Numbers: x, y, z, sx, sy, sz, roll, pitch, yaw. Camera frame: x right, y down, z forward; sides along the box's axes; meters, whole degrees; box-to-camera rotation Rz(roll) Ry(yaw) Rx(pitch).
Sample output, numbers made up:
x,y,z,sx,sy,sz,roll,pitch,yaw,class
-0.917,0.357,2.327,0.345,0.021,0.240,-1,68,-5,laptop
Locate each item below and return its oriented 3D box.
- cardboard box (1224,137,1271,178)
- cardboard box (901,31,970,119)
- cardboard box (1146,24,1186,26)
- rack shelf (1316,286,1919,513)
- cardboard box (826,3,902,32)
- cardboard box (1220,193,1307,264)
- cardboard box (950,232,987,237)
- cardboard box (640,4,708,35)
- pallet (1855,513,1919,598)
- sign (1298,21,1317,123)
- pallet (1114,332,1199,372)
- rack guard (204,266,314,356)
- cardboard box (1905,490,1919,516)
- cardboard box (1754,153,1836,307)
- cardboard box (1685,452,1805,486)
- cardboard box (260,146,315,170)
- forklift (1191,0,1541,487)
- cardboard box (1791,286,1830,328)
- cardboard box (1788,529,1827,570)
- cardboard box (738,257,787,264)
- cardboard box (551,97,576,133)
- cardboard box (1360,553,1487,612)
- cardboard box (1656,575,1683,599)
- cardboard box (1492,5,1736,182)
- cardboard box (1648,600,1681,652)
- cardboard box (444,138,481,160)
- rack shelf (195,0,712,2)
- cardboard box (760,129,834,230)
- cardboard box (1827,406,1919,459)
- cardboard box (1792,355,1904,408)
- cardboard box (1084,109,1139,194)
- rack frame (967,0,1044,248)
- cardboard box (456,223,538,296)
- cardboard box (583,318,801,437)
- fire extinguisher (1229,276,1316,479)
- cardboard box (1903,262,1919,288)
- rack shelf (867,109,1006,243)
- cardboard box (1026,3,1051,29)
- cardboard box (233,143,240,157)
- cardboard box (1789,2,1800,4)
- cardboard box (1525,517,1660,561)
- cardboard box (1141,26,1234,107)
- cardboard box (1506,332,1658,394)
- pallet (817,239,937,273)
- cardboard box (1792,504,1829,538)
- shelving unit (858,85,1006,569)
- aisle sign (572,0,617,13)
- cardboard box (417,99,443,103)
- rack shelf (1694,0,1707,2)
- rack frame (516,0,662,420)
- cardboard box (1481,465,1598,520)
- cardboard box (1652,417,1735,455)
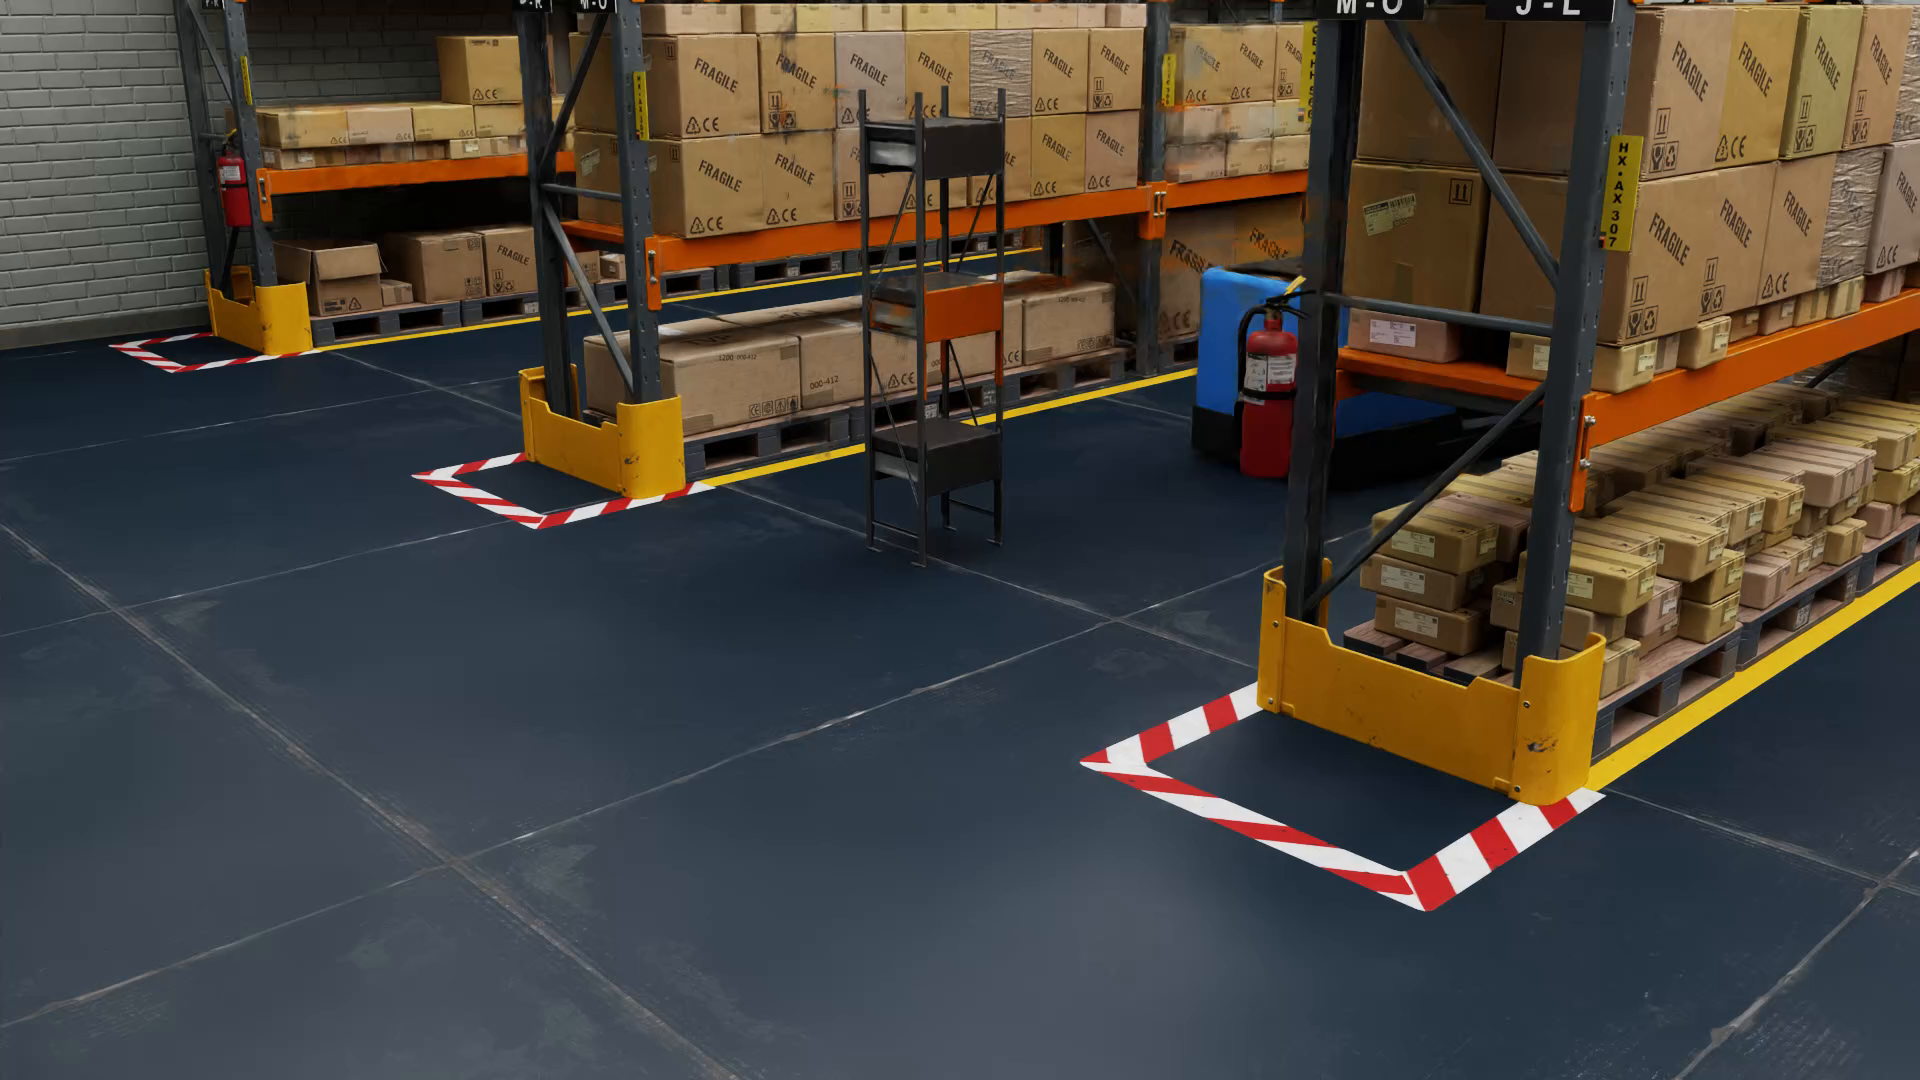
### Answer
x,y,z,sx,sy,sz,roll,pitch,yaw,class
1.844,-2.721,11.758,0.500,0.250,0.500,-17,25,-42,cardboard box
-0.293,-2.690,9.635,0.500,0.500,0.500,-16,24,-41,cardboard box
1.491,-3.434,11.930,0.500,0.500,0.500,-16,24,-40,cardboard box
2.989,-0.795,6.739,4.000,0.370,1.077,-16,24,-41,rack shelf
-0.538,-2.918,9.285,0.250,0.149,0.380,-16,24,-40,cardboard box
2.014,-2.180,12.610,0.875,0.875,0.875,-15,23,-39,cardboard box
-0.069,-3.377,16.909,0.500,0.500,0.500,-17,24,-42,cardboard box
-1.491,-2.646,8.448,0.250,0.149,0.380,-16,24,-40,cardboard box
3.978,-0.084,7.902,1.213,0.211,1.003,-16,24,-41,pallet
1.169,-1.543,5.491,0.005,0.325,0.100,-16,24,-41,sign
1.476,-1.503,12.277,1.213,0.211,1.003,-16,24,-41,pallet
-5.297,-1.740,12.540,0.348,0.500,1.175,-16,24,-41,rack guard
4.391,-0.245,7.819,0.250,0.149,0.380,-16,24,-40,cardboard box
2.787,-1.156,6.041,0.500,0.500,0.500,-16,24,-40,cardboard box
3.209,-0.233,6.816,0.250,0.149,0.380,-16,24,-41,cardboard box
-4.925,-2.801,12.169,0.250,0.149,0.380,-16,24,-41,cardboard box
2.792,-2.012,9.438,3.031,2.935,1.130,-13,22,-34,forklift
3.094,-0.931,6.400,0.250,0.149,0.380,-15,23,-39,cardboard box
3.403,0.014,7.018,0.250,0.149,0.380,-16,24,-40,cardboard box
-1.939,-2.823,15.201,0.500,0.500,0.500,-15,23,-38,cardboard box
-3.373,-3.456,13.541,0.500,0.250,0.500,-16,24,-41,cardboard box
1.723,0.126,6.192,0.250,0.149,0.380,-17,25,-42,cardboard box
2.447,0.131,6.176,0.250,0.149,0.380,-16,24,-40,cardboard box
2.044,-1.414,5.216,0.500,0.500,0.500,-16,24,-41,cardboard box
2.446,0.276,6.212,0.250,0.149,0.380,-16,24,-40,cardboard box
-3.954,-3.063,12.976,0.380,0.149,0.250,17,25,42,cardboard box
-3.899,-4.421,13.060,4.000,0.370,1.077,-16,24,-41,rack shelf
-1.044,-2.000,9.126,0.500,0.500,0.500,-17,24,-42,cardboard box
4.204,-0.491,7.612,0.250,0.149,0.380,-16,24,-40,cardboard box
4.807,-0.785,8.914,0.500,0.500,0.500,-17,24,-42,cardboard box
0.806,-2.541,10.796,0.500,0.500,0.500,-16,24,-40,cardboard box
0.461,-4.608,17.333,0.127,3.000,1.000,-16,24,-41,rack frame
-3.742,-2.294,13.568,0.500,0.500,0.500,-16,24,-40,cardboard box
-1.528,-0.944,9.507,0.875,0.438,0.875,17,24,42,cardboard box
1.035,-0.549,5.545,0.183,0.674,0.296,-16,24,-41,fire extinguisher
4.048,-1.206,7.249,0.250,0.149,0.380,-15,23,-39,cardboard box
-0.120,-1.617,7.341,0.480,0.518,0.431,-16,24,-41,rack shelf
0.337,-3.204,10.168,0.250,0.149,0.380,-17,24,-41,cardboard box
-5.296,-2.924,12.546,0.250,0.149,0.380,-17,24,-41,cardboard box
8.335,-5.388,17.473,0.500,0.500,0.700,-16,24,-41,cardboard box
2.267,0.040,5.975,0.250,0.149,0.380,-16,24,-40,cardboard box
1.485,-3.201,11.210,0.500,0.500,0.500,-16,24,-40,cardboard box
1.996,-0.589,5.345,0.250,0.149,0.380,-17,24,-41,cardboard box
-0.994,-2.874,16.508,1.213,0.211,1.003,-16,24,-41,pallet
3.431,-0.145,7.029,0.380,0.149,0.250,17,24,41,cardboard box
-0.120,-0.964,7.553,0.503,2.100,0.431,-16,24,-41,shelving unit
-1.792,-2.958,8.028,0.004,0.787,0.394,-16,24,-41,aisle sign
-4.081,-3.463,13.564,0.500,0.250,0.500,-16,24,-41,cardboard box
5.327,-5.005,14.860,4.000,0.370,1.077,-16,24,-41,rack shelf
-1.939,-1.801,8.677,0.127,3.000,1.000,-16,24,-41,rack frame
2.301,-0.173,6.632,0.380,0.149,0.250,17,24,42,cardboard box
3.244,-0.455,7.502,0.250,0.149,0.380,-16,24,-40,cardboard box
